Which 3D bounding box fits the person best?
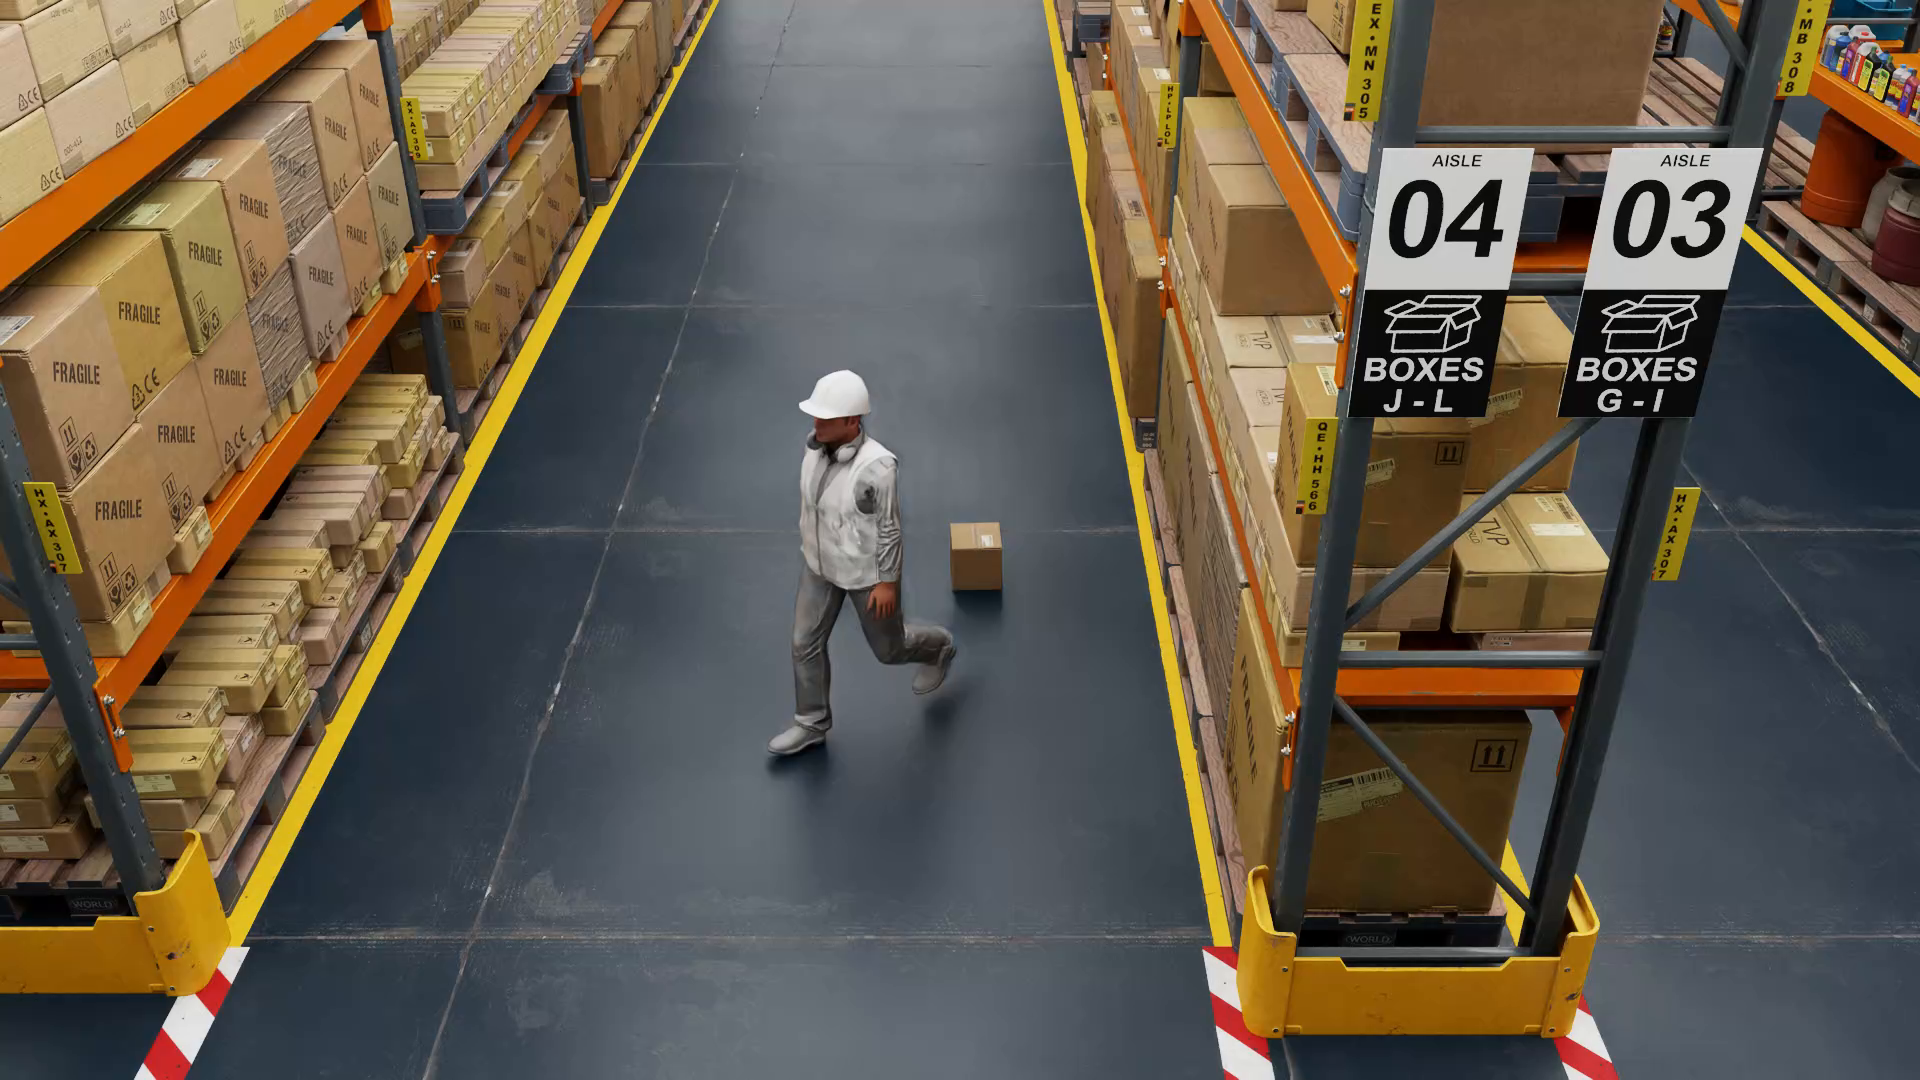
[{"bbox_3d":[-0.423,0.070,7.009,0.533,1.740,0.980,24,39,34],"label":"person"}]
